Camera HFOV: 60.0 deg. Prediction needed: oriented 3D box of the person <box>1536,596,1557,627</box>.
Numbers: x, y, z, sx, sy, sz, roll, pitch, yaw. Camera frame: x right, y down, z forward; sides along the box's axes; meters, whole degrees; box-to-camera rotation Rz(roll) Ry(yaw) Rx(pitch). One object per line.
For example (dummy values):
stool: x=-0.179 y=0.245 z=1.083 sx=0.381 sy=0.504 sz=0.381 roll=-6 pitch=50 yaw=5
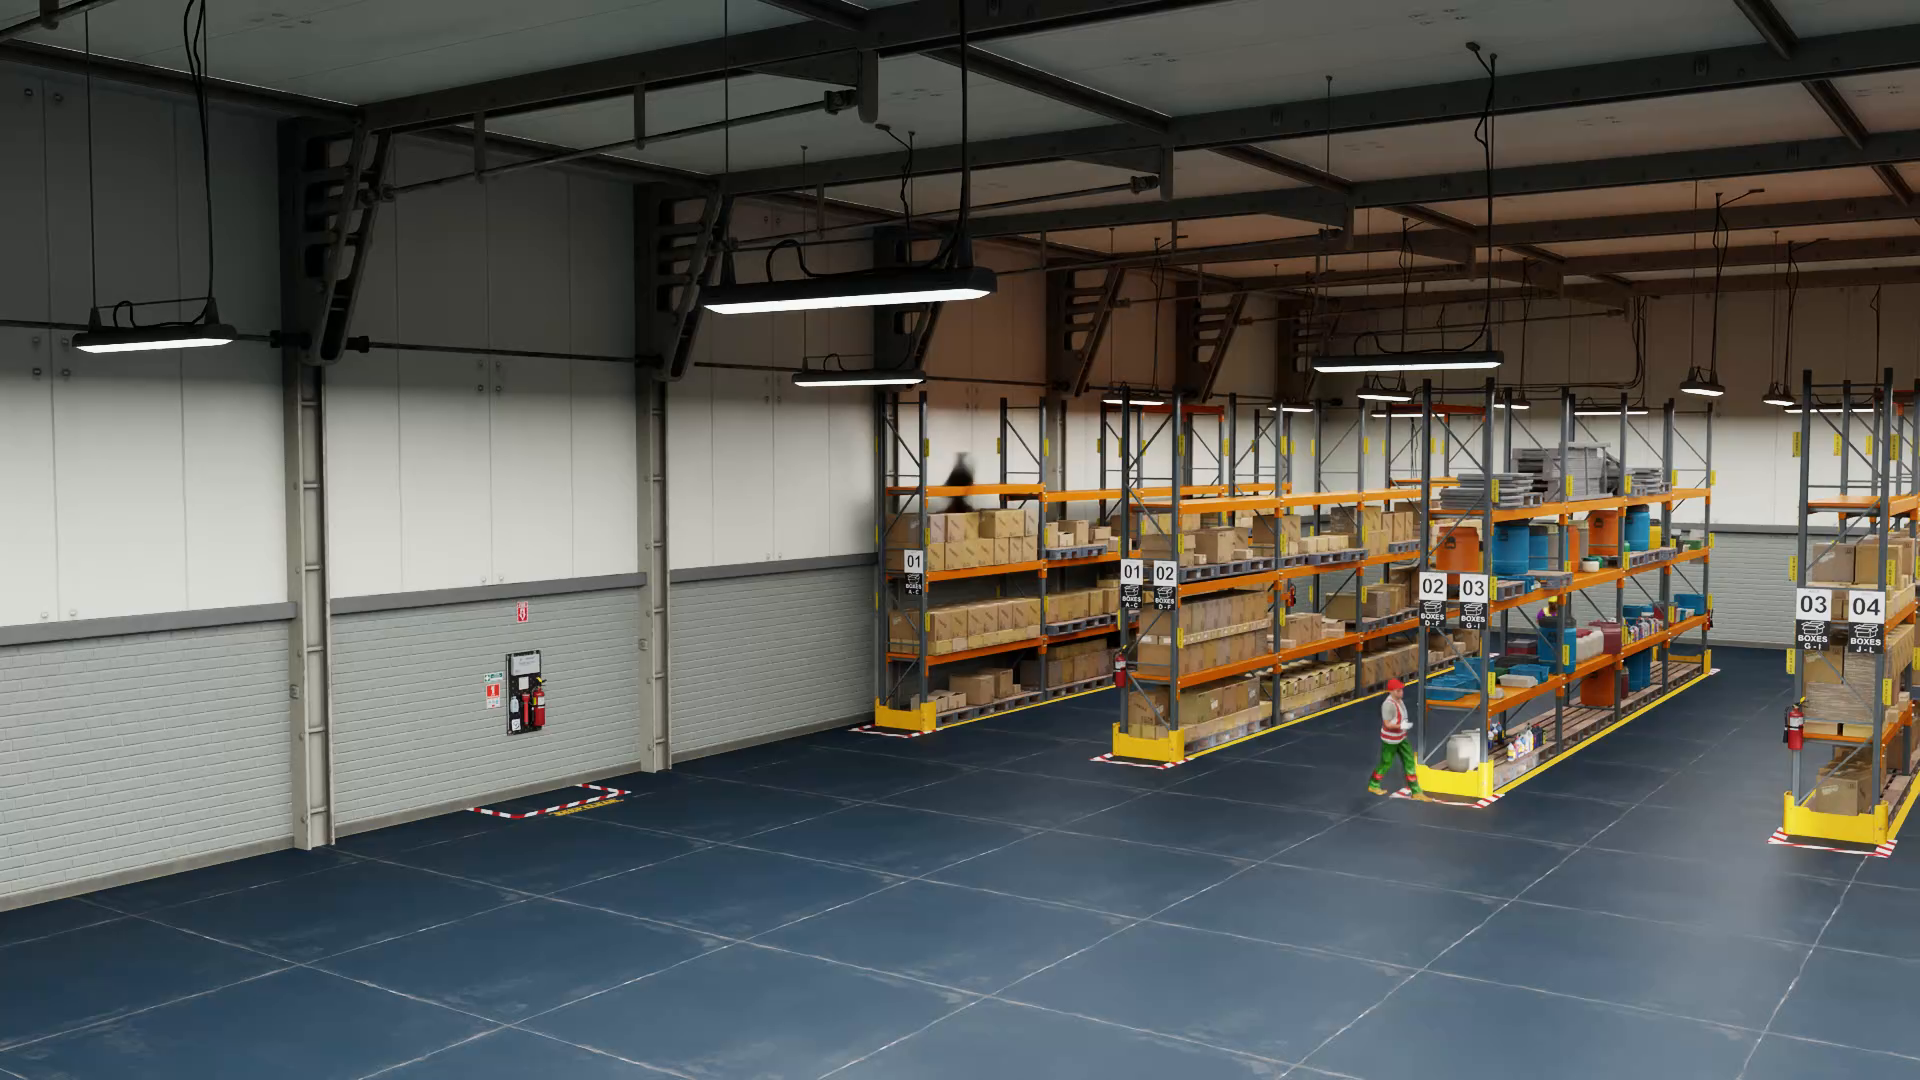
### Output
person: x=13.193 y=2.096 z=37.010 sx=0.704 sy=1.718 sz=0.805 roll=1 pitch=4 yaw=25

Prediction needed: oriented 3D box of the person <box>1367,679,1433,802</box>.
person: x=6.062 y=2.796 z=23.295 sx=0.944 sy=1.742 sz=0.692 roll=3 pitch=4 yaw=43
